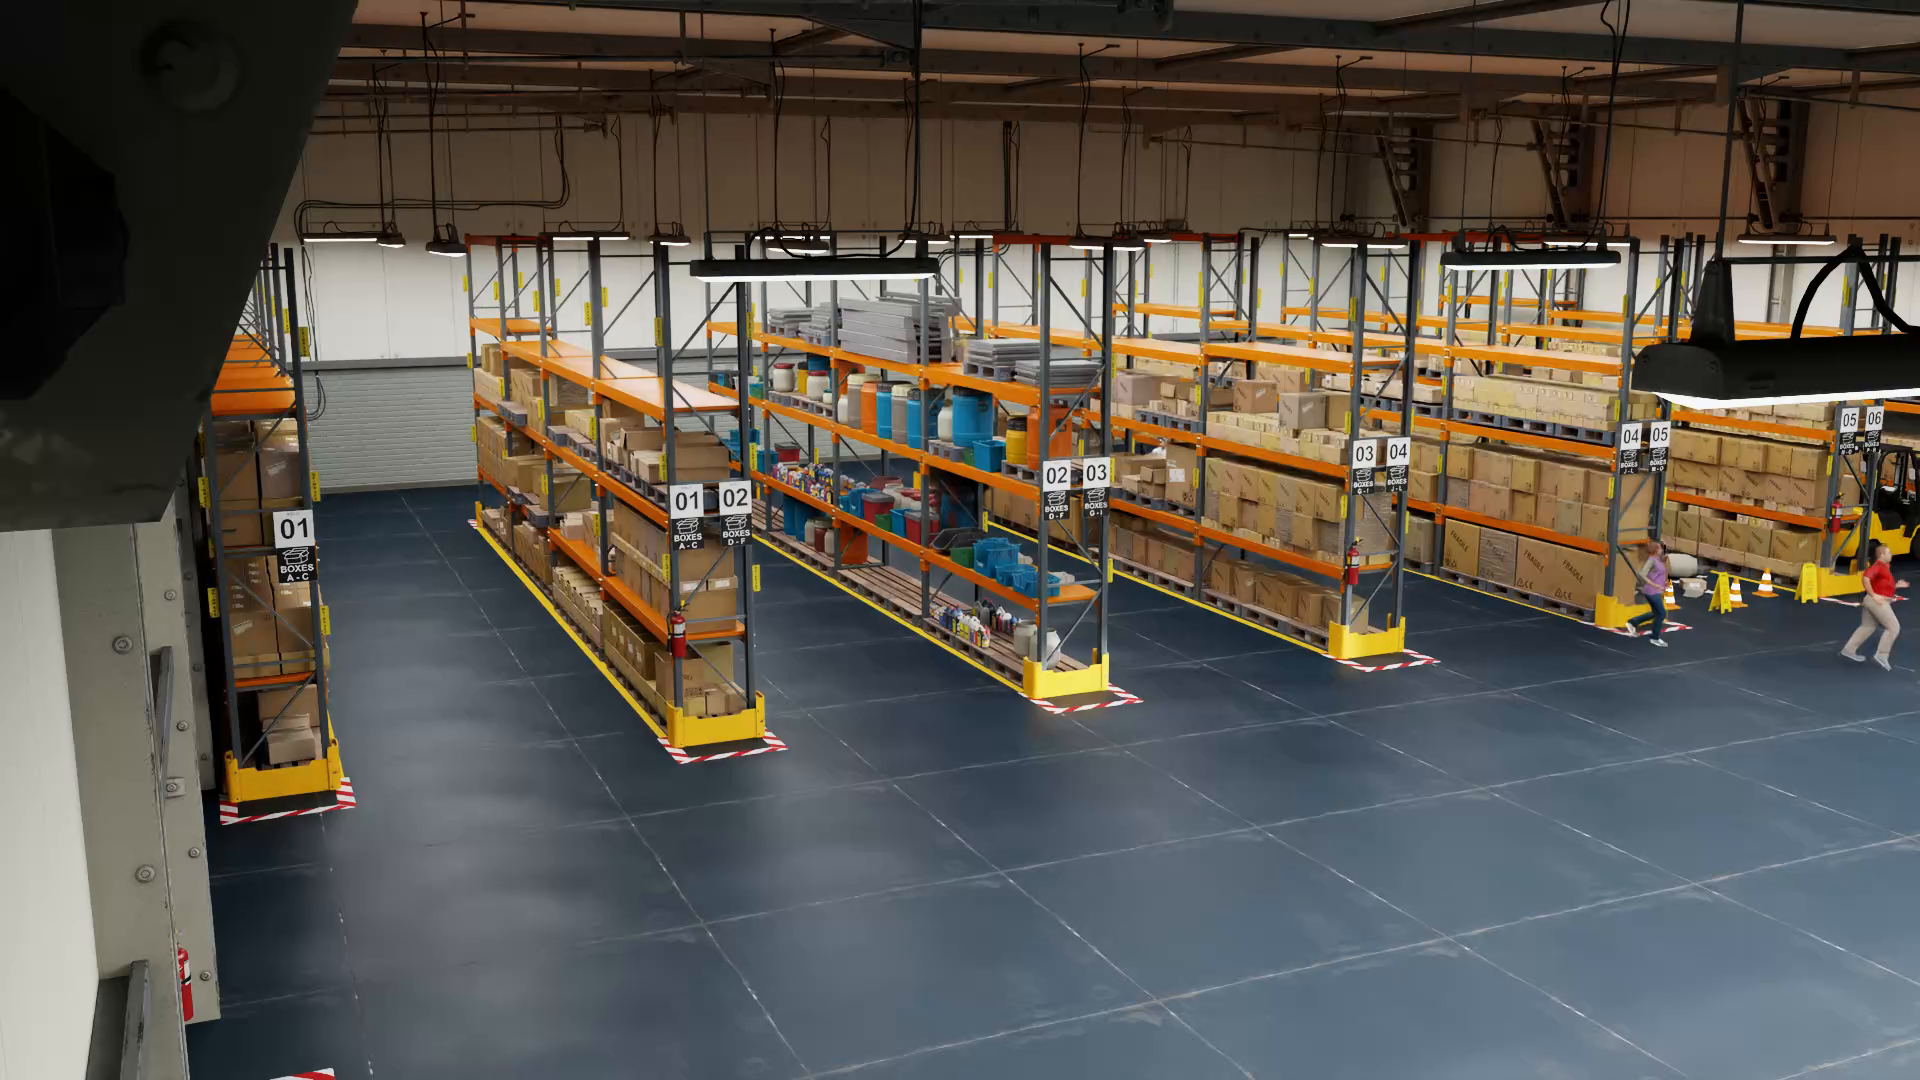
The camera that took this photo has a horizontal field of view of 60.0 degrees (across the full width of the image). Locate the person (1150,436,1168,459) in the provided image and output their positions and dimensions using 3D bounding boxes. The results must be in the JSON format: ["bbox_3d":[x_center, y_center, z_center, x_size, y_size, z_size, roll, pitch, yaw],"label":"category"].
[{"bbox_3d":[4.410,-1.423,36.025,0.592,1.732,0.852,-4,12,-21],"label":"person"}]

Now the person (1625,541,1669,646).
[{"bbox_3d":[10.371,0.801,24.995,0.637,1.586,0.556,6,13,29],"label":"person"}]

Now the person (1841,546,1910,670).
[{"bbox_3d":[13.075,0.969,23.708,0.791,1.800,0.638,4,12,19],"label":"person"}]
